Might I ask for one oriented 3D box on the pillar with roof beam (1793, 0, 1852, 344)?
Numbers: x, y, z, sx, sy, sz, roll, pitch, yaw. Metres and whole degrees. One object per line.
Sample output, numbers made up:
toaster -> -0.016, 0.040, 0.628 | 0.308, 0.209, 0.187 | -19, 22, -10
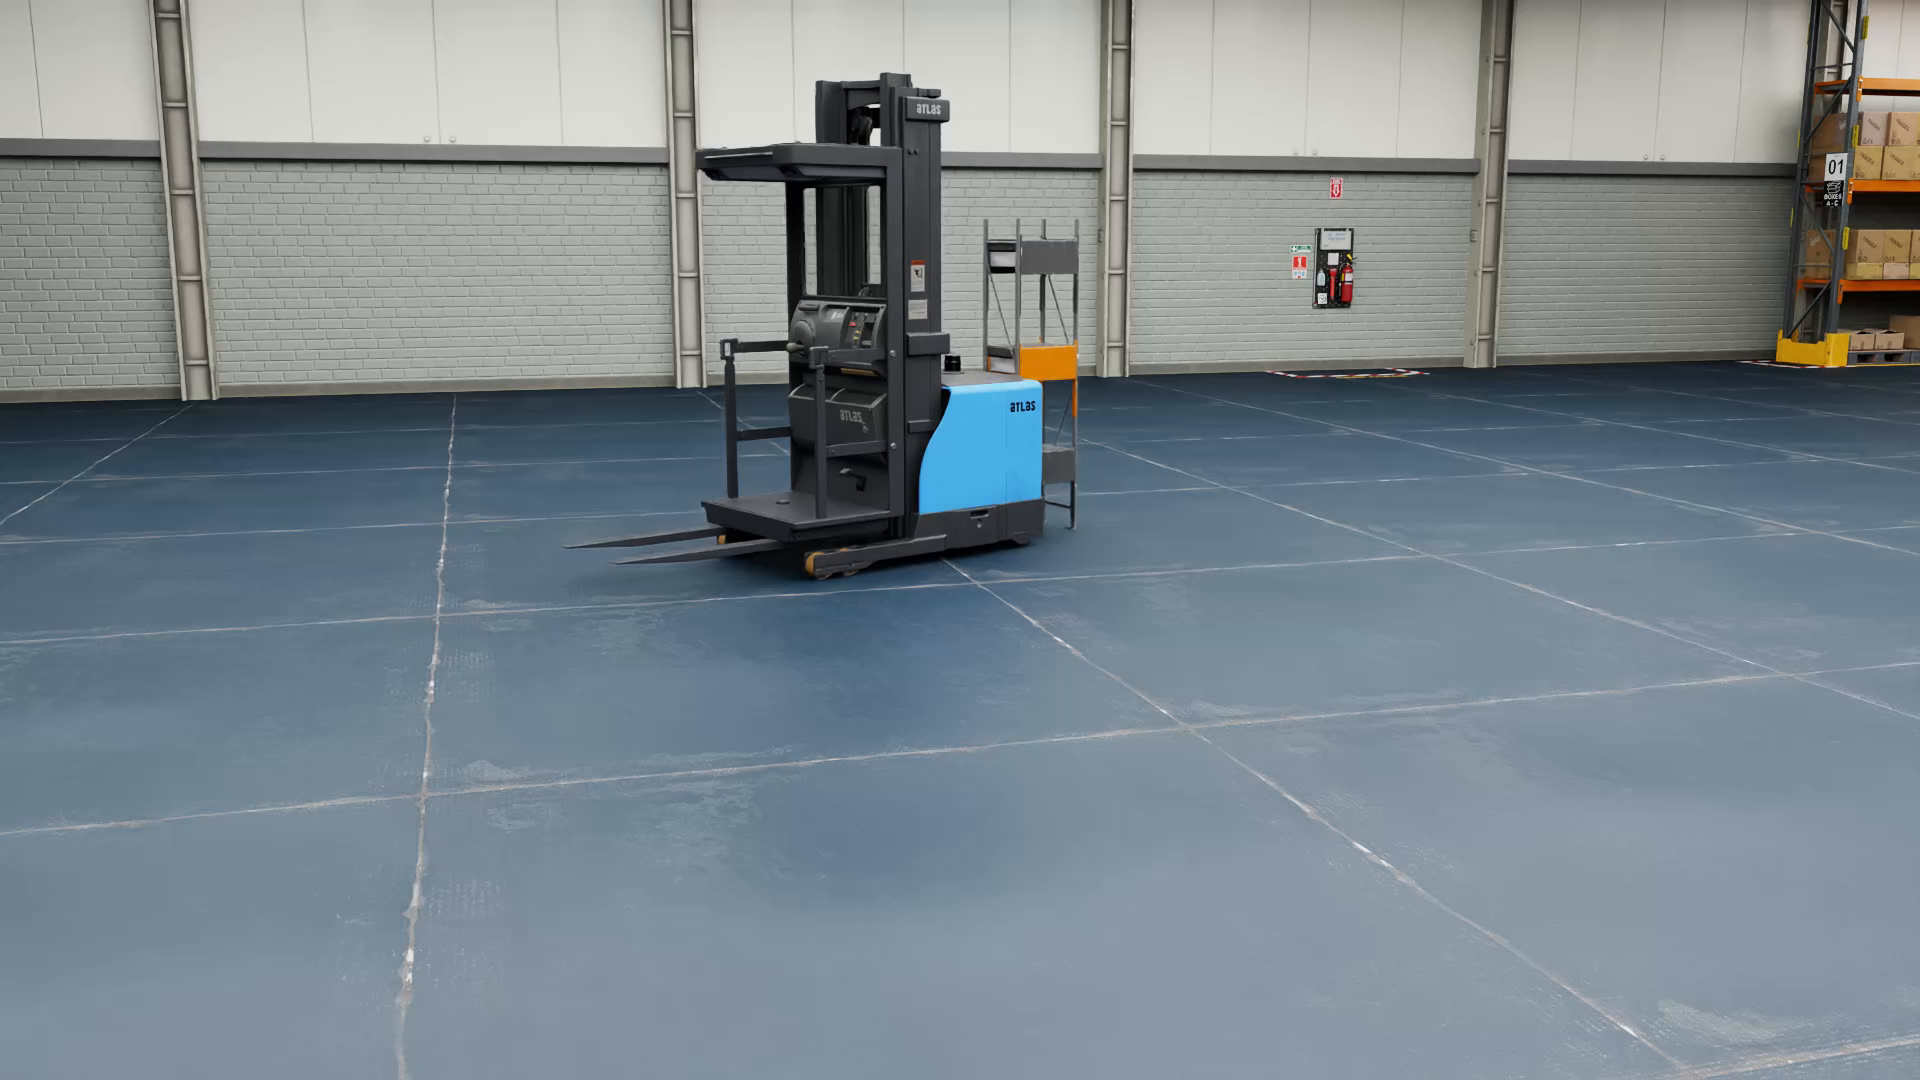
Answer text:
pillar with roof beam -> 14.901, -6.628, 22.193 | 0.400, 9.000, 9.100 | -3, 11, -16

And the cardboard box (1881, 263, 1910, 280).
cardboard box -> 14.320, -4.174, 25.795 | 0.500, 0.250, 0.500 | -3, 11, -18

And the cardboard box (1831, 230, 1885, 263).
cardboard box -> 13.810, -4.517, 25.584 | 0.500, 0.500, 0.500 | -3, 11, -16

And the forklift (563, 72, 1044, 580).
forklift -> -0.918, -1.314, 10.090 | 3.031, 2.935, 1.130 | -8, 13, -38

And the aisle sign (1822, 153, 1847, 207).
aisle sign -> 13.283, -5.463, 25.254 | 0.004, 0.787, 0.394 | -3, 11, -16

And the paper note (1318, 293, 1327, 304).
paper note -> 5.365, -3.573, 24.605 | 0.142, 0.148, 0.016 | -3, 11, -16

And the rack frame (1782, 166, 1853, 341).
rack frame -> 13.268, -4.240, 25.792 | 0.127, 3.000, 1.000 | -3, 11, -16

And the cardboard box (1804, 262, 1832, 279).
cardboard box -> 13.662, -4.233, 26.116 | 0.500, 0.250, 0.500 | -3, 11, -15

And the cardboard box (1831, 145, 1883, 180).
cardboard box -> 13.659, -5.748, 25.366 | 0.500, 0.500, 0.500 | -3, 11, -14

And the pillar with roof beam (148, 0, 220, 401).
pillar with roof beam -> -8.142, -5.413, 15.596 | 0.400, 9.000, 9.100 | -3, 11, -16

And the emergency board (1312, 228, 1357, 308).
emergency board -> 5.554, -4.004, 24.509 | 0.643, 1.169, 0.194 | -3, 11, -16

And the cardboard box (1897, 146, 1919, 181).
cardboard box -> 14.682, -5.796, 25.626 | 0.500, 0.500, 0.500 | -2, 11, -13

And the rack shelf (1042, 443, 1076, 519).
rack shelf -> 0.476, -0.407, 11.400 | 0.480, 0.518, 0.431 | -7, 13, -34

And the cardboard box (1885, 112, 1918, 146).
cardboard box -> 14.201, -6.260, 25.386 | 0.500, 0.500, 0.500 | -3, 11, -17

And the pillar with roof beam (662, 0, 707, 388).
pillar with roof beam -> -2.381, -5.717, 17.246 | 0.400, 9.000, 9.100 | -3, 11, -16

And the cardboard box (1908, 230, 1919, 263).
cardboard box -> 14.785, -4.565, 25.846 | 0.500, 0.500, 0.500 | -3, 11, -18

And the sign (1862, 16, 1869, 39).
sign -> 13.419, -7.594, 24.645 | 0.005, 0.325, 0.100 | -3, 11, -16

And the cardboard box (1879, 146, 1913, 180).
cardboard box -> 14.184, -5.769, 25.480 | 0.500, 0.500, 0.500 | -2, 11, -12

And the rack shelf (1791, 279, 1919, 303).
rack shelf -> 15.188, -3.987, 26.407 | 4.000, 0.370, 1.077 | -3, 11, -16

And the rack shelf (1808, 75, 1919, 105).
rack shelf -> 15.188, -6.936, 25.865 | 4.000, 0.370, 1.077 | -3, 11, -16

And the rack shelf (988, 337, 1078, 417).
rack shelf -> 0.476, -1.095, 11.273 | 0.480, 0.518, 0.431 | -7, 13, -34

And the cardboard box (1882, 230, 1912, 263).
cardboard box -> 14.287, -4.540, 25.710 | 0.500, 0.500, 0.500 | -3, 11, -16

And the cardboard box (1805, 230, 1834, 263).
cardboard box -> 13.661, -4.606, 26.067 | 0.500, 0.500, 0.500 | -3, 11, -17

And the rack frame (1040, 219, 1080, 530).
rack frame -> 0.676, -1.134, 11.407 | 0.015, 2.100, 0.400 | -7, 13, -34

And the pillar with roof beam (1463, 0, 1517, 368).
pillar with roof beam -> 9.141, -6.324, 20.544 | 0.400, 9.000, 9.100 | -3, 11, -16

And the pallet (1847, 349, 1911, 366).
pallet -> 14.131, -2.907, 26.256 | 1.213, 0.211, 1.003 | -3, 11, -16

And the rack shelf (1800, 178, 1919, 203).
rack shelf -> 15.188, -5.462, 26.136 | 4.000, 0.370, 1.077 | -3, 11, -16

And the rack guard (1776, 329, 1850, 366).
rack guard -> 13.341, -3.014, 26.040 | 0.348, 0.500, 1.175 | -3, 11, -16

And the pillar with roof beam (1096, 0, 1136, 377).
pillar with roof beam -> 3.380, -6.020, 18.895 | 0.400, 9.000, 9.100 | -3, 11, -16

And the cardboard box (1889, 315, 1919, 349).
cardboard box -> 15.223, -3.304, 26.395 | 0.500, 0.500, 0.700 | -4, 11, -20

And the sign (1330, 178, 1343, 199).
sign -> 5.518, -5.161, 24.391 | 0.199, 0.298, 0.001 | -3, 11, -16

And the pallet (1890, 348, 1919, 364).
pallet -> 15.300, -2.968, 26.588 | 1.213, 0.211, 1.003 | -3, 11, -16

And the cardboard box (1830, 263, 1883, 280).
cardboard box -> 13.825, -4.145, 25.639 | 0.500, 0.250, 0.500 | -3, 11, -18

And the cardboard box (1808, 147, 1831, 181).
cardboard box -> 13.598, -5.839, 25.864 | 0.500, 0.500, 0.500 | -2, 11, -12

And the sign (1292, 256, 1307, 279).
sign -> 4.994, -4.011, 24.451 | 0.234, 0.329, 0.001 | -3, 11, -16

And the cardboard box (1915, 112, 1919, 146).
cardboard box -> 14.690, -6.288, 25.538 | 0.500, 0.500, 0.500 | -3, 11, -14

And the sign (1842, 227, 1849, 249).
sign -> 13.420, -4.571, 25.202 | 0.005, 0.325, 0.100 | -3, 11, -16

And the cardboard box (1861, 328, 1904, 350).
cardboard box -> 14.505, -3.182, 26.258 | 0.500, 0.311, 0.500 | -2, 11, -11

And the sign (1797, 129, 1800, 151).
sign -> 13.132, -6.248, 25.970 | 0.005, 0.325, 0.100 | -3, 11, -16

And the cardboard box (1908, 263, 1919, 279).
cardboard box -> 14.810, -4.199, 25.929 | 0.500, 0.250, 0.500 | -3, 11, -17

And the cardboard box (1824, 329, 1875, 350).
cardboard box -> 13.957, -3.153, 26.101 | 0.500, 0.311, 0.500 | -4, 11, -22

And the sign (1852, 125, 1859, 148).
sign -> 13.420, -6.051, 24.929 | 0.005, 0.325, 0.100 | -3, 11, -16

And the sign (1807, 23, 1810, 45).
sign -> 13.132, -7.825, 25.680 | 0.005, 0.325, 0.100 | -3, 11, -16

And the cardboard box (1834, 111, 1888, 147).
cardboard box -> 13.706, -6.243, 25.296 | 0.500, 0.500, 0.500 | -4, 11, -20

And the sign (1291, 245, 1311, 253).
sign -> 5.001, -4.270, 24.396 | 0.331, 0.109, 0.001 | -3, 11, -16

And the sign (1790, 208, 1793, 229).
sign -> 13.132, -5.062, 26.189 | 0.005, 0.325, 0.100 | -3, 11, -16

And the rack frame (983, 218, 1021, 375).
rack frame -> 0.275, -1.084, 11.134 | 0.015, 2.100, 0.400 | -7, 13, -34

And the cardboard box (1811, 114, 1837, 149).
cardboard box -> 13.609, -6.333, 25.785 | 0.500, 0.500, 0.500 | -3, 11, -13

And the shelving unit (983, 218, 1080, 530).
shelving unit -> 0.476, -1.109, 11.270 | 0.503, 2.100, 0.431 | -7, 13, -34

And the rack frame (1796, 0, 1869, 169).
rack frame -> 13.268, -7.190, 25.249 | 0.127, 3.000, 1.000 | -3, 11, -16

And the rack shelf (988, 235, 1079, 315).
rack shelf -> 0.476, -1.784, 11.146 | 0.480, 0.518, 0.431 | -7, 13, -34
